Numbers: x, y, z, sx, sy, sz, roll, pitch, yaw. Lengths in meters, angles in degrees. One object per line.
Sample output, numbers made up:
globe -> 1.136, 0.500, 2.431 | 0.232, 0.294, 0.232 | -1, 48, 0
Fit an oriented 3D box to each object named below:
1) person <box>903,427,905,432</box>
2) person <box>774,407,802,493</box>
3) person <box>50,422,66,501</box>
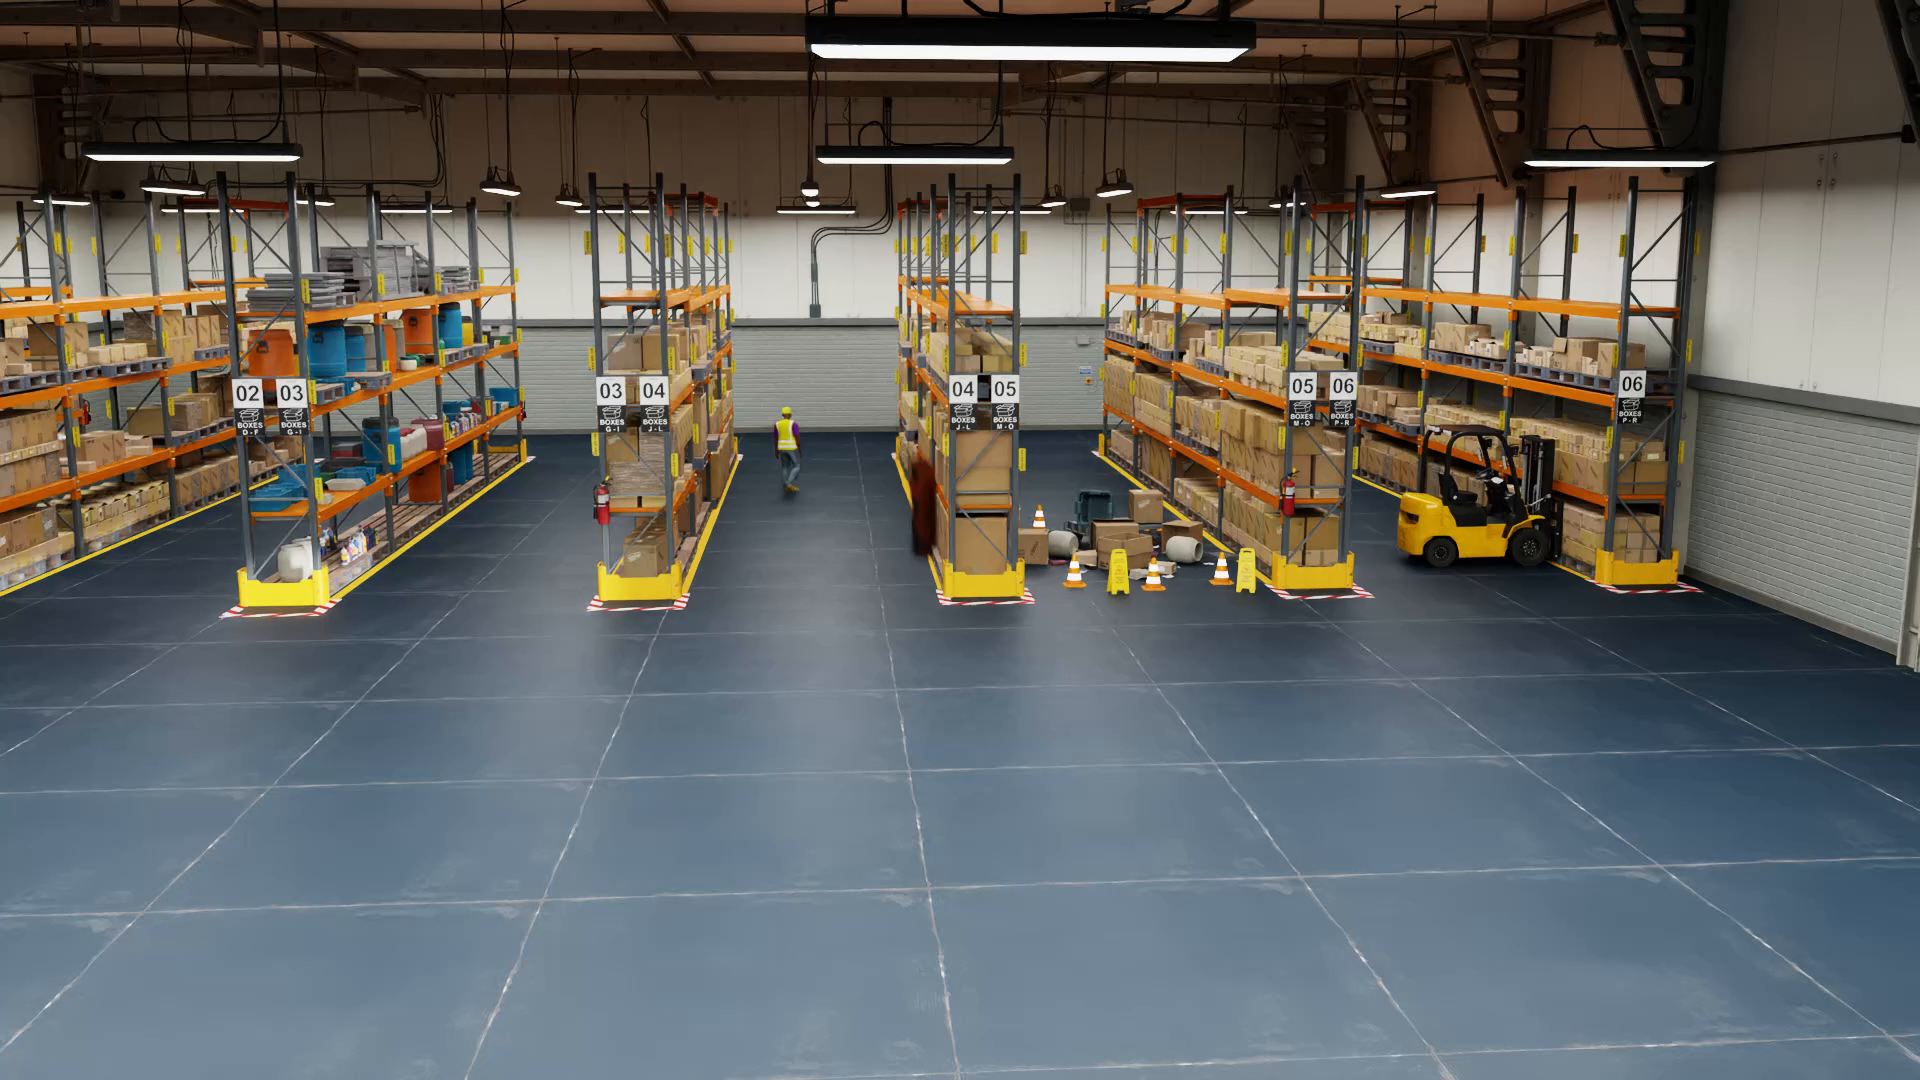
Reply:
person -> -1.197, -3.590, 43.909 | 0.902, 1.763, 0.514 | 3, 10, 17
person -> -3.538, -1.846, 34.113 | 0.608, 1.768, 0.509 | 4, 11, 24
person -> -17.673, -1.530, 32.597 | 0.489, 1.623, 0.857 | -1, 10, -7
